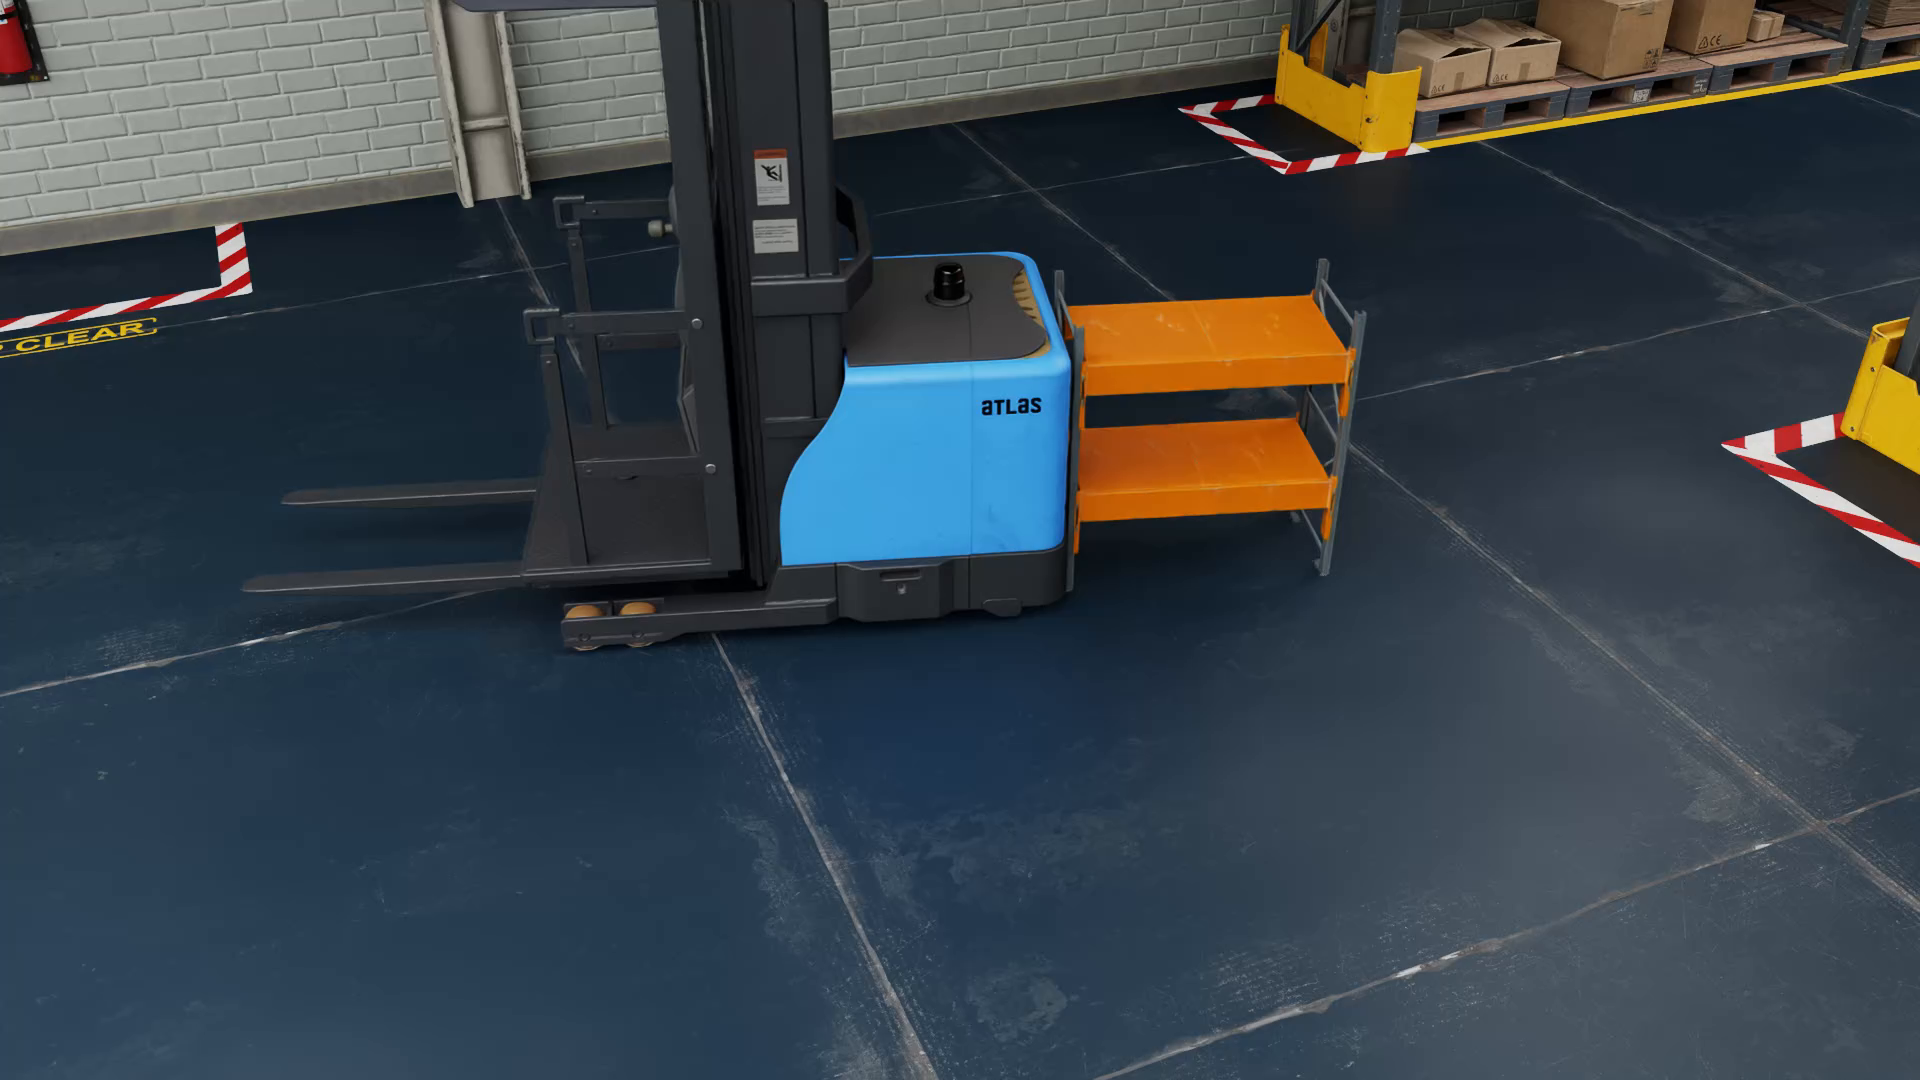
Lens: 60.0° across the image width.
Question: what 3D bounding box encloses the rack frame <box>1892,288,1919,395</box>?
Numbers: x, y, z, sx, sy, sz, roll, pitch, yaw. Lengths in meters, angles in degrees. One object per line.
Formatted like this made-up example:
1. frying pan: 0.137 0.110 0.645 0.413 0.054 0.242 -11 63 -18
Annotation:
1. rack frame: 4.363 -1.515 6.328 0.127 3.000 1.000 -13 35 -19

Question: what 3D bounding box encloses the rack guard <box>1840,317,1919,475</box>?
1. rack guard: 4.341 -0.462 7.002 0.348 0.500 1.175 -13 35 -19

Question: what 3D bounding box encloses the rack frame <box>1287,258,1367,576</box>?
1. rack frame: 1.408 -0.465 6.433 0.032 1.125 0.500 -3 33 -5

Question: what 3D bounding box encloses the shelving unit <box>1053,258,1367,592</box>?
1. shelving unit: 0.902 -0.436 6.388 1.048 1.125 0.538 -3 33 -5

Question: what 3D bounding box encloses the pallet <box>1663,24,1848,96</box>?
1. pallet: 5.524 -3.521 11.968 1.213 0.211 1.003 -13 35 -19

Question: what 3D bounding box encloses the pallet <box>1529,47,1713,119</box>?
1. pallet: 4.398 -3.261 11.569 1.213 0.211 1.003 -13 35 -19

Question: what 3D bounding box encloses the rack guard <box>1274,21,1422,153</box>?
1. rack guard: 2.512 -2.973 10.861 0.348 0.500 1.175 -13 35 -19

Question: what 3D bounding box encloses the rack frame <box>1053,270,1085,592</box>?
1. rack frame: 0.397 -0.406 6.343 0.032 1.125 0.500 -3 33 -5

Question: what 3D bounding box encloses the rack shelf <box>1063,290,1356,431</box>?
1. rack shelf: 0.902 -0.681 6.229 1.000 0.278 0.538 -3 33 -5

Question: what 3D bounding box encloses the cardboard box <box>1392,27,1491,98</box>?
1. cardboard box: 3.115 -3.163 10.923 0.500 0.311 0.500 -17 37 -24

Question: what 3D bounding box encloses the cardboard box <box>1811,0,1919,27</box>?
1. cardboard box: 6.802 -4.150 12.266 0.500 0.500 0.700 -12 35 -17

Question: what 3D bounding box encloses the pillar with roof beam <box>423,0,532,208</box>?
1. pillar with roof beam: -1.113 -3.671 4.140 0.400 9.000 9.100 -13 35 -19

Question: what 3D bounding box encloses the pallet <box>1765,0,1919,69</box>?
1. pallet: 6.847 -3.846 12.467 1.213 0.211 1.003 -13 35 -19

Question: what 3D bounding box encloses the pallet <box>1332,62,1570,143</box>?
1. pallet: 3.275 -3.006 11.176 1.213 0.211 1.003 -13 35 -19

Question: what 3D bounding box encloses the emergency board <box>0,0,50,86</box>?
1. emergency board: -5.073 -2.818 8.331 0.643 1.169 0.194 -13 35 -19

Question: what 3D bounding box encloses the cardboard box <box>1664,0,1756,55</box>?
1. cardboard box: 5.188 -3.747 11.647 0.500 0.500 0.500 -16 36 -22

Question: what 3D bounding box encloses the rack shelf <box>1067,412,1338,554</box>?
1. rack shelf: 0.902 -0.231 6.521 1.000 0.278 0.538 -3 33 -5

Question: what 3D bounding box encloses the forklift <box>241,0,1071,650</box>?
1. forklift: -1.150 -1.126 5.793 3.031 2.935 1.130 -3 33 -5

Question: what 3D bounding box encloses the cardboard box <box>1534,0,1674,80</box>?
1. cardboard box: 4.336 -3.493 11.256 0.500 0.500 0.700 -15 36 -22

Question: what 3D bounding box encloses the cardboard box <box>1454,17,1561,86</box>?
1. cardboard box: 3.640 -3.284 11.108 0.500 0.311 0.500 -10 34 -15

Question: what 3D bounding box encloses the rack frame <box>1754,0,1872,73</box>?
1. rack frame: 6.130 -4.849 11.453 0.127 3.000 1.000 -13 35 -19

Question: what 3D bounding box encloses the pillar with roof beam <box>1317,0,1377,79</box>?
1. pillar with roof beam: 4.419 -4.938 6.087 0.400 9.000 9.100 -13 35 -19

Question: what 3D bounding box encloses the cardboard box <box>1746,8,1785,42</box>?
1. cardboard box: 5.648 -3.718 11.909 0.250 0.166 0.380 -18 37 -25

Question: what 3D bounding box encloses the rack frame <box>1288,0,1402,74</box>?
1. rack frame: 2.442 -4.005 10.155 0.127 3.000 1.000 -13 35 -19
